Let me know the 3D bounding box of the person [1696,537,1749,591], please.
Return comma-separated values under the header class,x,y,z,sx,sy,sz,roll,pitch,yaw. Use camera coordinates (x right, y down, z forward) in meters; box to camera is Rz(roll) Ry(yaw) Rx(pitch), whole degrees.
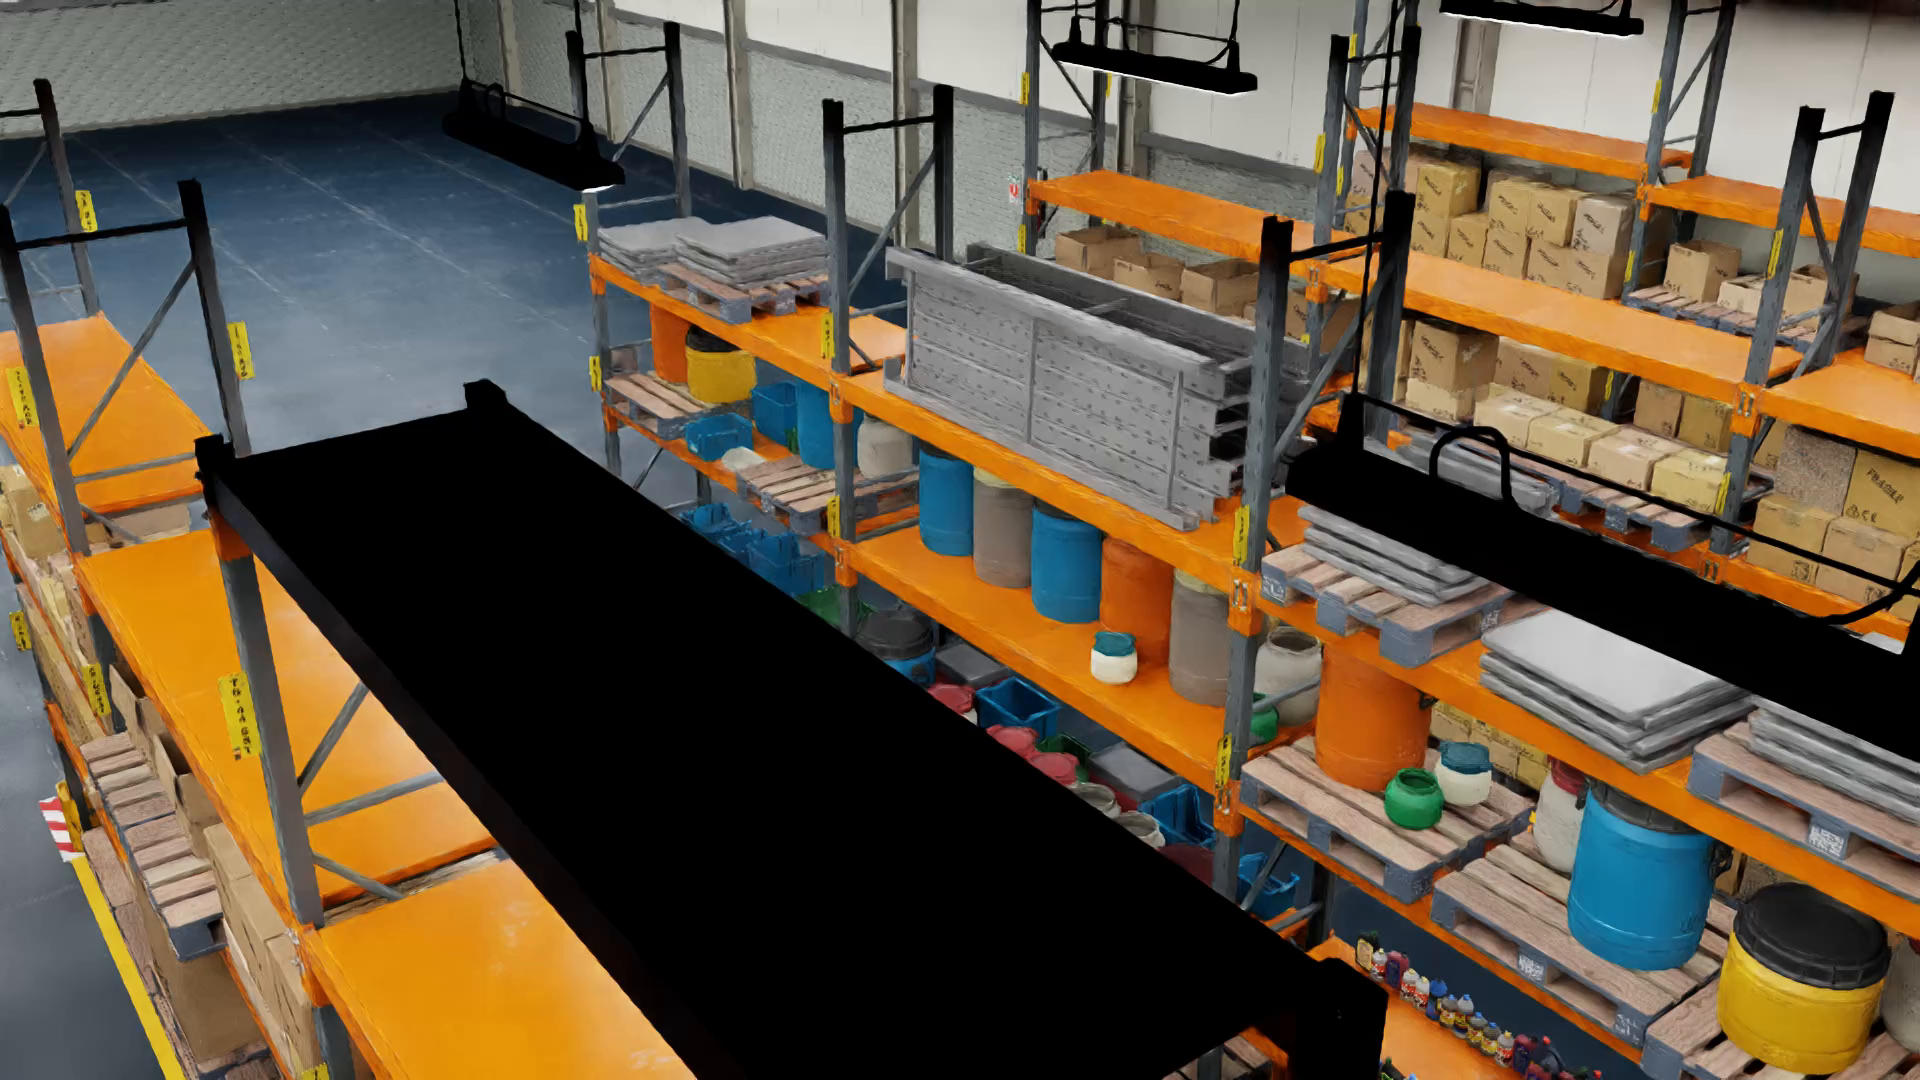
class,x,y,z,sx,sy,sz,roll,pitch,yaw
person,7.551,0.179,16.567,0.550,1.684,0.434,13,28,27
